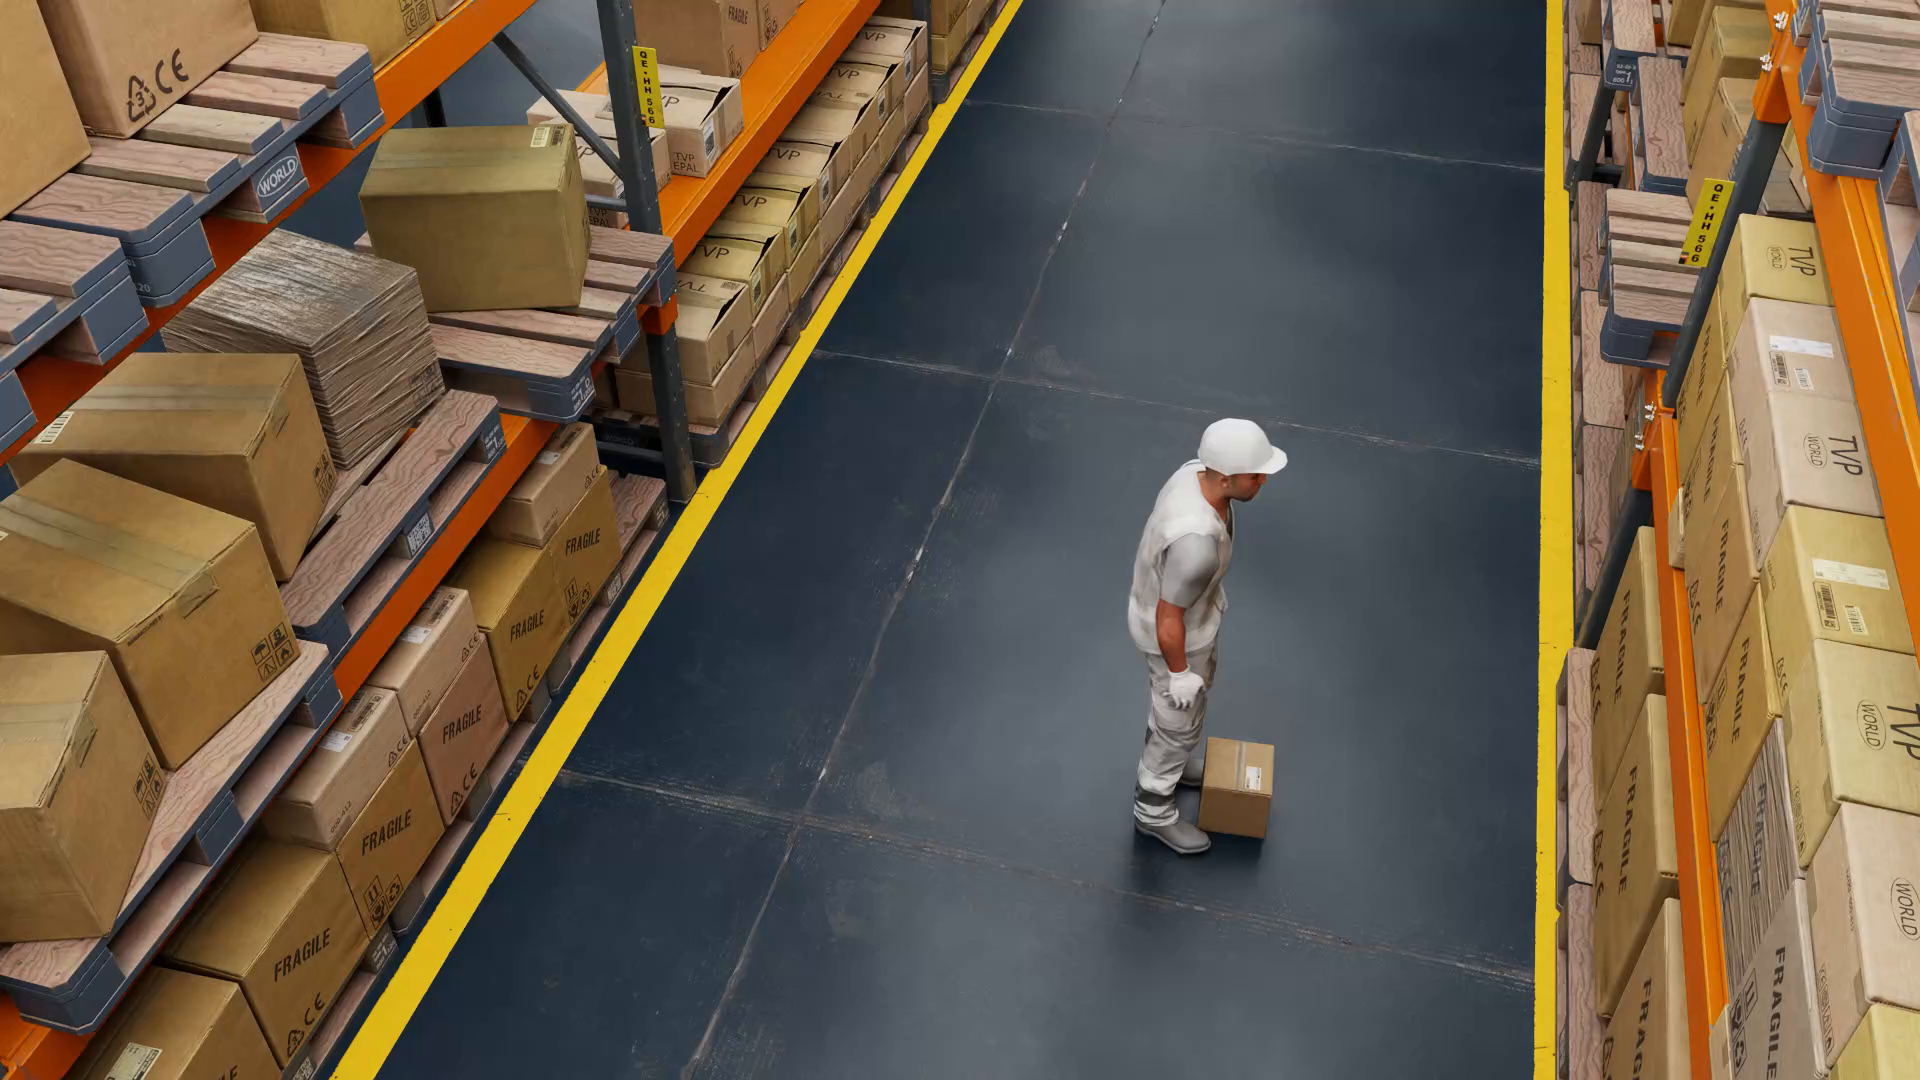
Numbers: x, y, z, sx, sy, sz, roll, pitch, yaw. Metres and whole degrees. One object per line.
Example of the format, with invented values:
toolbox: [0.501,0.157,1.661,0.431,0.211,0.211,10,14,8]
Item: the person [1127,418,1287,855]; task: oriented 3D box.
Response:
person: [0.809,0.314,5.781,0.453,1.778,0.605,10,42,11]
